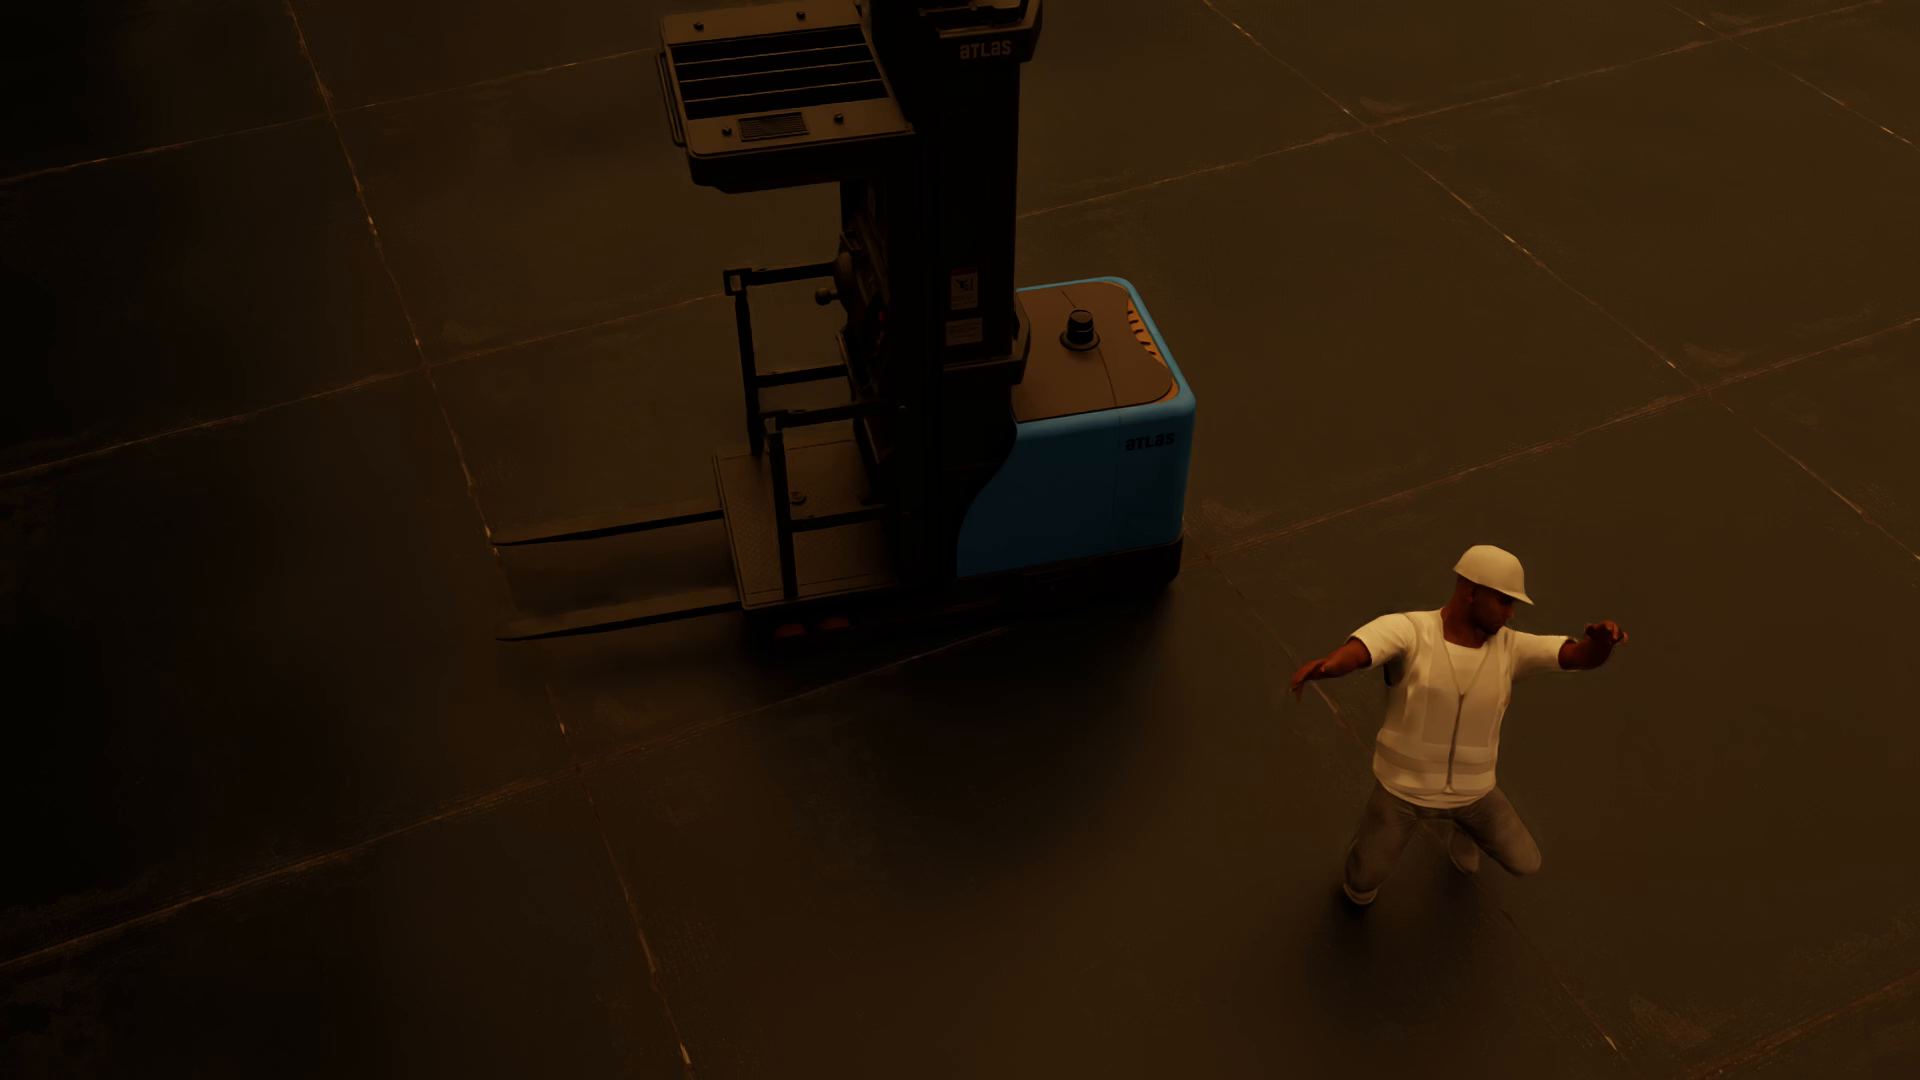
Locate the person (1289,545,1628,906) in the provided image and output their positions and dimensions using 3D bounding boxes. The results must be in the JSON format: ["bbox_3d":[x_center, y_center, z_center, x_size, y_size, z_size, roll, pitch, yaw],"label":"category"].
[{"bbox_3d":[1.575,0.693,5.870,1.089,1.622,0.702,-3,43,-3],"label":"person"}]

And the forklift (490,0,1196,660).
[{"bbox_3d":[-0.575,-0.948,6.695,3.031,2.935,1.130,-9,44,-10],"label":"forklift"}]
